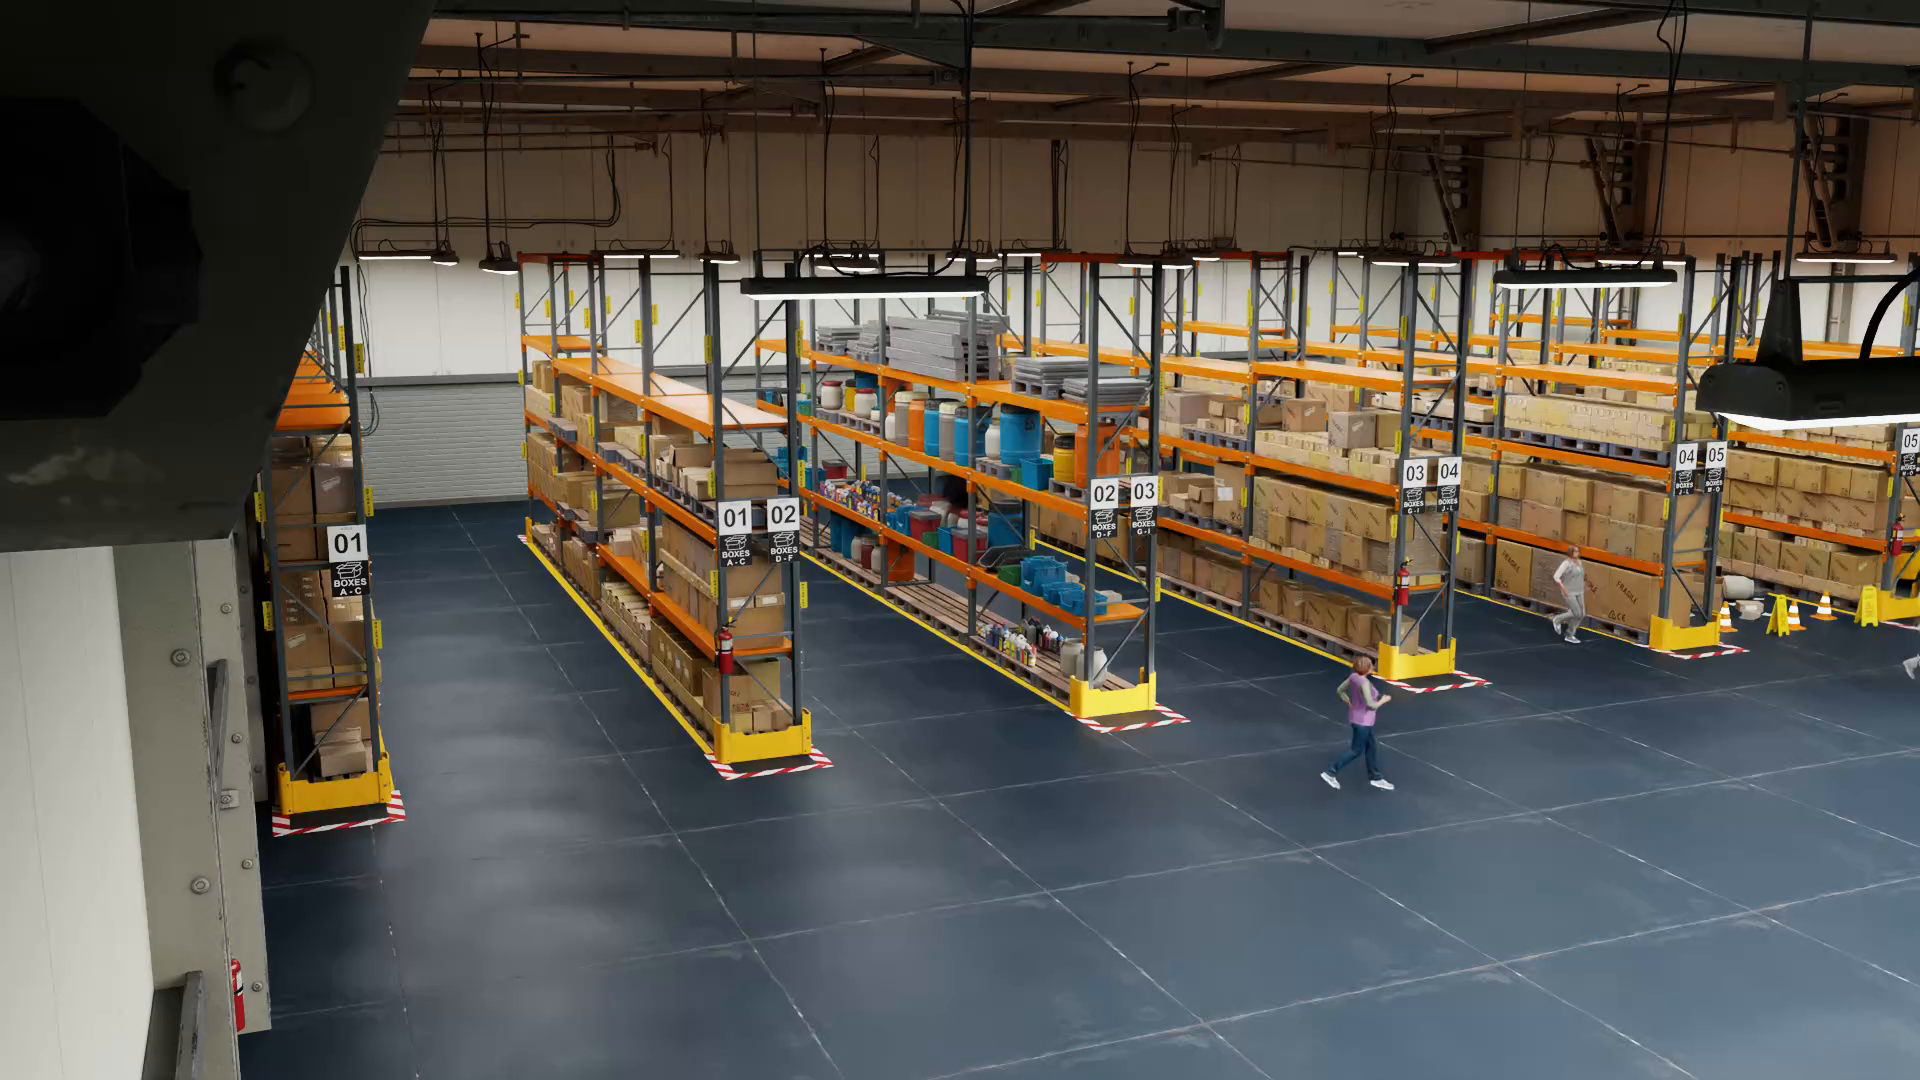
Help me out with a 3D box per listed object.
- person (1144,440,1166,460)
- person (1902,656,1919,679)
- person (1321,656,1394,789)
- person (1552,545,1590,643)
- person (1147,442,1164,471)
[{"bbox_3d":[4.852,-2.085,41.667,0.736,1.732,0.716,-4,11,-19],"label":"person"},{"bbox_3d":[13.691,1.287,23.444,0.601,1.639,0.576,5,11,24],"label":"person"},{"bbox_3d":[4.571,2.103,19.007,0.883,1.587,0.534,0,10,-2],"label":"person"},{"bbox_3d":[9.616,0.845,26.115,0.526,1.545,0.521,-6,12,-29],"label":"person"},{"bbox_3d":[4.337,-1.400,37.893,0.708,1.761,0.863,-3,11,-16],"label":"person"}]
